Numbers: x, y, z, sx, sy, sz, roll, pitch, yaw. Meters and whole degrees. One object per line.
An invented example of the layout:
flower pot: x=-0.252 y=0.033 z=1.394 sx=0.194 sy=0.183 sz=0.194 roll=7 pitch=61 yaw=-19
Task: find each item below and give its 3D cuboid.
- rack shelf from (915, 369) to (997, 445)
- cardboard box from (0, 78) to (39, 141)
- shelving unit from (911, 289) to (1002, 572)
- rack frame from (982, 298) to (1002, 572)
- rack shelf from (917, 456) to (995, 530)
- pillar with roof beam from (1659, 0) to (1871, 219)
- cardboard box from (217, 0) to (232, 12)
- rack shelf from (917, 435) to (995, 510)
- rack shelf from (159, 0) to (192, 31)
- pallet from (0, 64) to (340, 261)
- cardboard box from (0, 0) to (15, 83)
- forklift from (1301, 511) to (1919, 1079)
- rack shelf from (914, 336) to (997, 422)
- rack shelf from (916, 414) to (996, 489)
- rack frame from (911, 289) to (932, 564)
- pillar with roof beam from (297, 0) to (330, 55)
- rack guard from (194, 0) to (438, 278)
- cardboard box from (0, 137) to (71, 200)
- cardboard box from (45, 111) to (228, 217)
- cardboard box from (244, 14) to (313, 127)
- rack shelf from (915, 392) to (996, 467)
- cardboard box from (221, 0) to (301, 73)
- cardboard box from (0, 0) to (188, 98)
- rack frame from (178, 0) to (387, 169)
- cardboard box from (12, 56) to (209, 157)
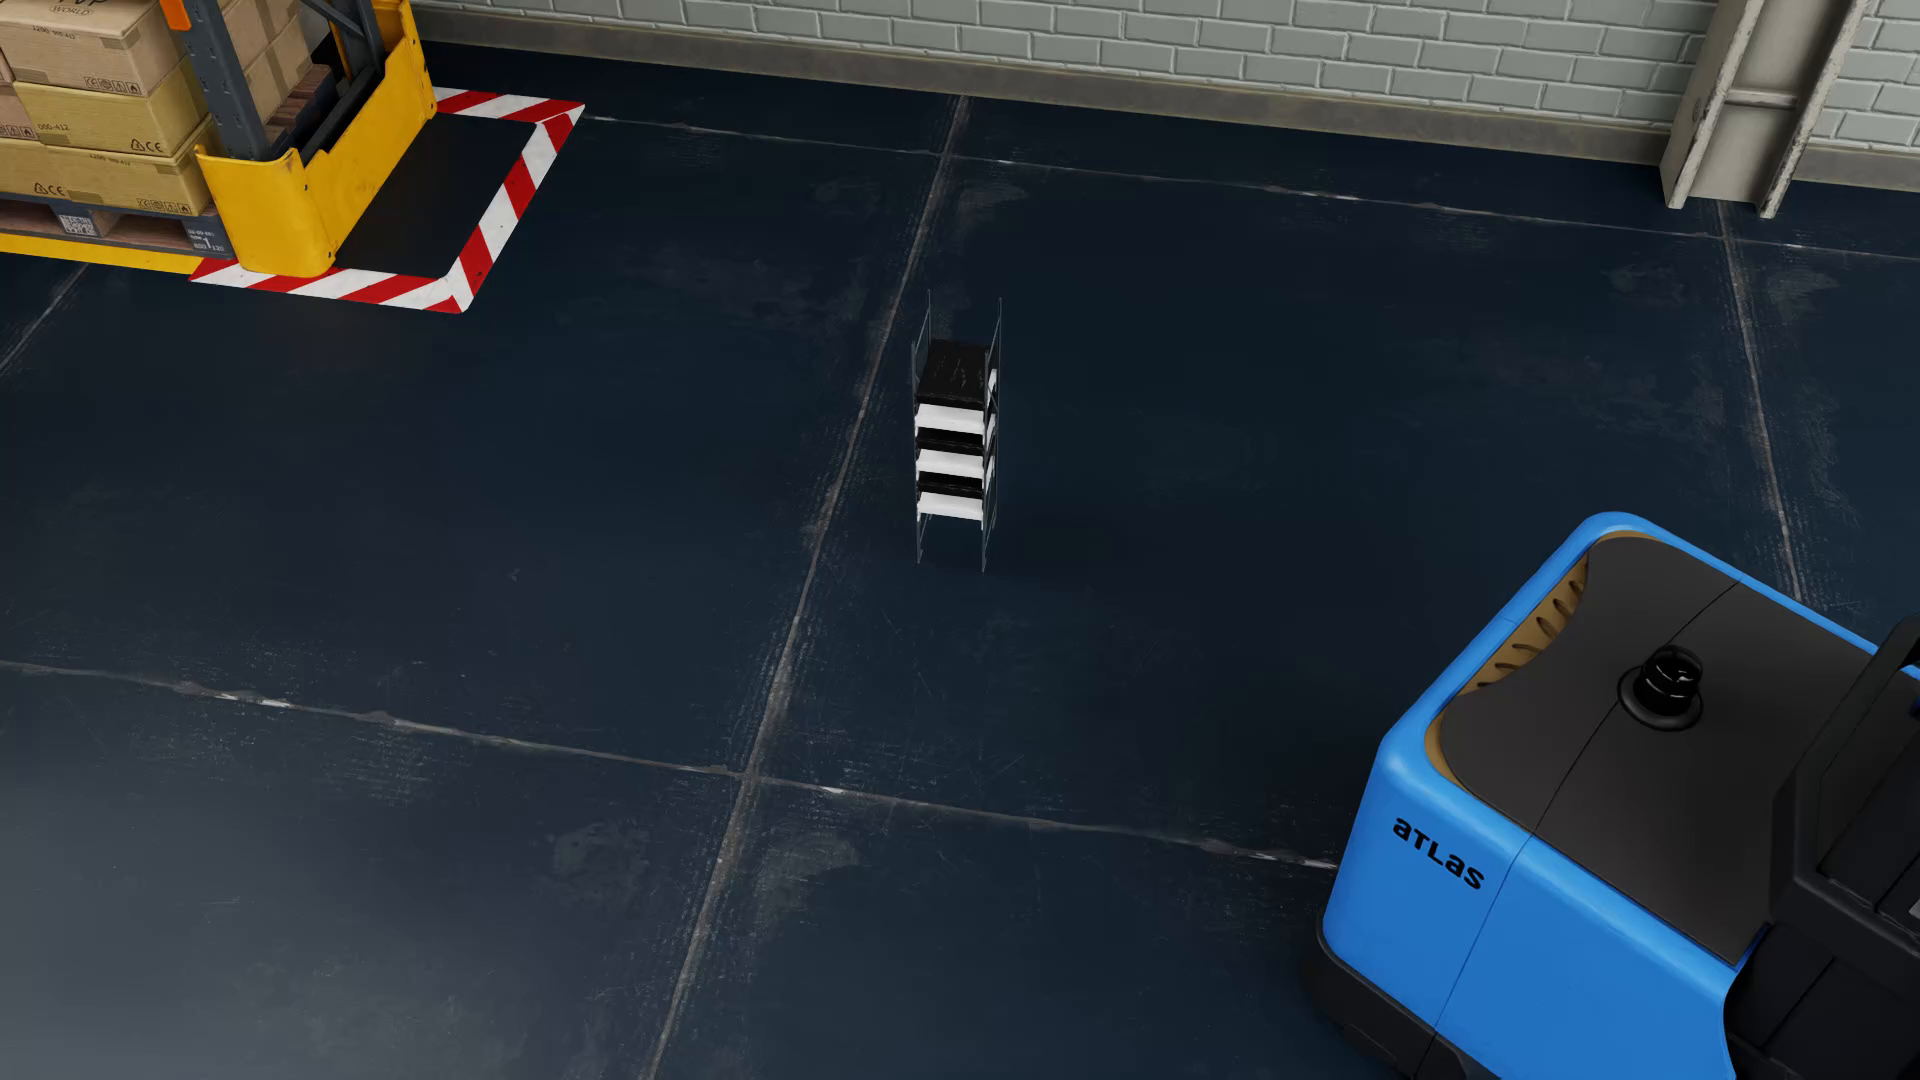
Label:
rack shelf: x=-0.008 y=-0.400 z=4.807 sx=0.200 sy=0.077 sz=0.258 roll=8 pitch=49 yaw=7
cardboard box: x=-3.463 y=-1.709 z=6.000 sx=0.500 sy=0.250 sz=0.500 roll=7 pitch=48 yaw=6
shelving unit: x=-0.008 y=-0.302 z=4.916 sx=0.210 sy=0.900 sz=0.258 roll=8 pitch=49 yaw=7
rack frame: x=0.092 y=-0.288 z=4.904 sx=0.006 sy=0.900 sz=0.240 roll=8 pitch=49 yaw=7
rack shelf: x=-0.008 y=-0.159 z=5.075 sx=0.200 sy=0.077 sz=0.258 roll=8 pitch=49 yaw=7
pillar with roof beam: x=2.177 y=-1.223 z=0.299 sx=0.400 sy=9.000 sz=9.100 roll=8 pitch=49 yaw=7
cardboard box: x=-2.876 y=-2.169 z=6.076 sx=0.500 sy=0.250 sz=0.500 roll=7 pitch=48 yaw=6
rack shelf: x=-0.008 y=-0.219 z=5.008 sx=0.200 sy=0.077 sz=0.258 roll=8 pitch=49 yaw=7
rack shelf: x=-4.405 y=-2.435 z=5.905 sx=4.000 sy=0.370 sz=1.077 roll=8 pitch=49 yaw=7
pallet: x=-3.197 y=-1.550 z=6.501 sx=1.213 sy=0.211 sz=1.003 roll=8 pitch=49 yaw=7
cardboard box: x=-3.449 y=-1.863 z=5.801 sx=0.500 sy=0.250 sz=0.500 roll=8 pitch=49 yaw=8
forklift: x=2.275 y=0.656 z=2.690 sx=3.031 sy=2.935 sz=1.130 roll=35 pitch=57 yaw=27
rack shelf: x=-0.008 y=-0.460 z=4.740 sx=0.200 sy=0.077 sz=0.258 roll=8 pitch=49 yaw=7
rack shelf: x=-0.008 y=-0.280 z=4.941 sx=0.200 sy=0.077 sz=0.258 roll=8 pitch=49 yaw=7
rack frame: x=-0.108 y=-0.315 z=4.928 sx=0.006 sy=0.900 sz=0.240 roll=8 pitch=49 yaw=7
pillar with roof beam: x=-3.727 y=-2.017 z=1.013 sx=0.400 sy=9.000 sz=9.100 roll=8 pitch=49 yaw=7
rack guard: x=-2.413 y=-1.573 z=6.327 sx=0.348 sy=0.500 sz=1.175 roll=8 pitch=49 yaw=7
cardboard box: x=-3.443 y=-1.536 z=6.180 sx=0.500 sy=0.250 sz=0.500 roll=8 pitch=49 yaw=7
cardboard box: x=-2.955 y=-1.464 z=6.115 sx=0.500 sy=0.250 sz=0.500 roll=8 pitch=49 yaw=7
cardboard box: x=-2.885 y=-1.841 z=6.454 sx=0.500 sy=0.250 sz=0.500 roll=8 pitch=49 yaw=7
rack shelf: x=-0.008 y=-0.340 z=4.874 sx=0.200 sy=0.077 sz=0.258 roll=8 pitch=49 yaw=7
cardboard box: x=-2.862 y=-2.014 z=6.273 sx=0.500 sy=0.250 sz=0.500 roll=8 pitch=49 yaw=8
cardboard box: x=-2.945 y=-1.799 z=5.744 sx=0.500 sy=0.250 sz=0.500 roll=9 pitch=49 yaw=8
rack frame: x=-2.437 y=-2.411 z=5.400 sx=0.127 sy=3.000 sz=1.000 roll=8 pitch=49 yaw=7
cardboard box: x=-2.971 y=-1.635 z=5.933 sx=0.500 sy=0.250 sz=0.500 roll=7 pitch=48 yaw=6
